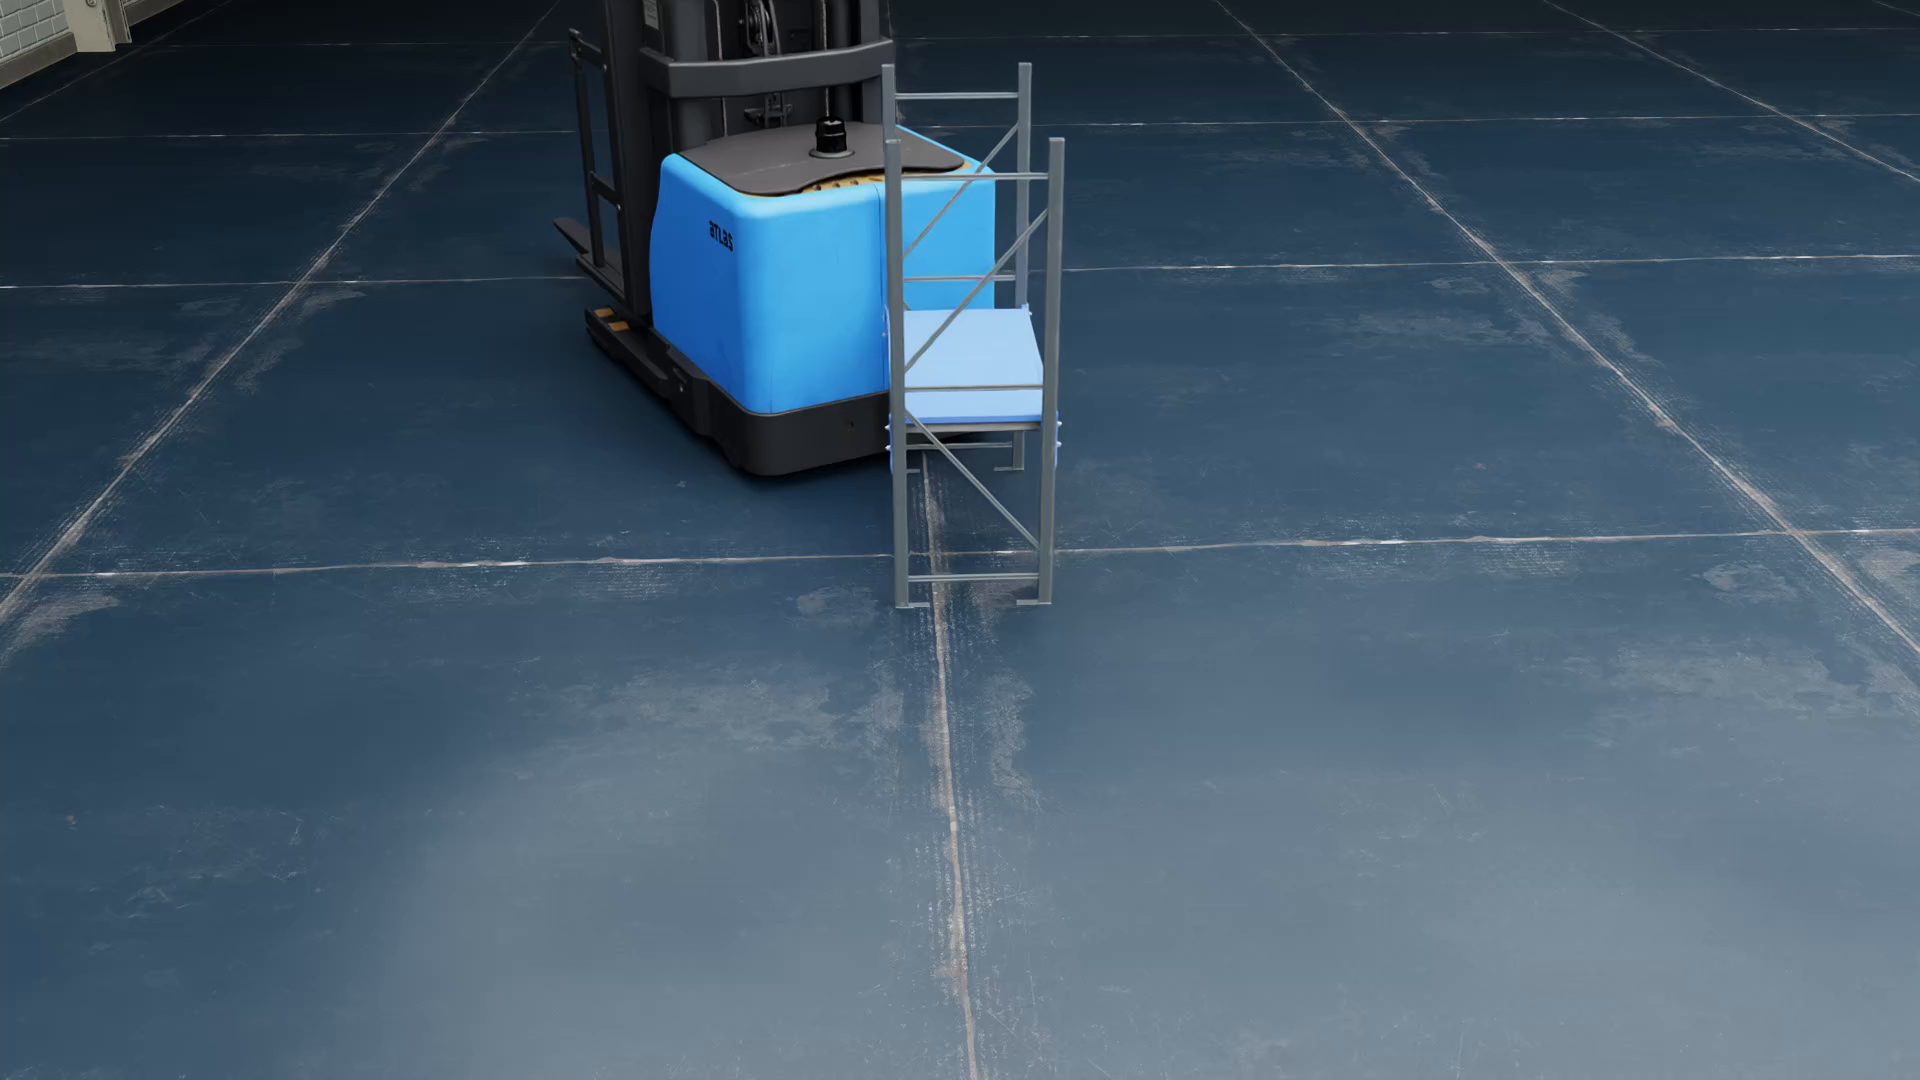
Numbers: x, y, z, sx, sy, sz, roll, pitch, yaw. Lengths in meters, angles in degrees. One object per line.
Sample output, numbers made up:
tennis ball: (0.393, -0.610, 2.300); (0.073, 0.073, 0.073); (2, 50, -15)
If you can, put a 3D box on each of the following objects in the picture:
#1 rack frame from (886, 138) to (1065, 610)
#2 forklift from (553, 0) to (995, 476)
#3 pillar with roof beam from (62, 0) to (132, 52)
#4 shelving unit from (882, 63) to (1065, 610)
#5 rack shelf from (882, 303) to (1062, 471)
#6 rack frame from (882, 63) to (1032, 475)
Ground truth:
rack frame: (0.043, -0.454, 4.998); (0.500, 1.500, 0.032); (-1, 28, -3)
forklift: (-1.013, -2.180, 6.759); (1.130, 2.935, 3.031); (-14, 31, -26)
pillar with roof beam: (-2.573, -8.051, 11.455); (9.100, 9.000, 0.400); (-1, 28, -3)
shelving unit: (0.016, -0.688, 5.448); (0.538, 1.500, 1.048); (-1, 28, -3)
rack shelf: (0.016, -0.529, 5.531); (0.538, 0.185, 1.000); (-1, 28, -3)
rack frame: (-0.011, -0.923, 5.898); (0.500, 1.500, 0.032); (-1, 28, -3)
